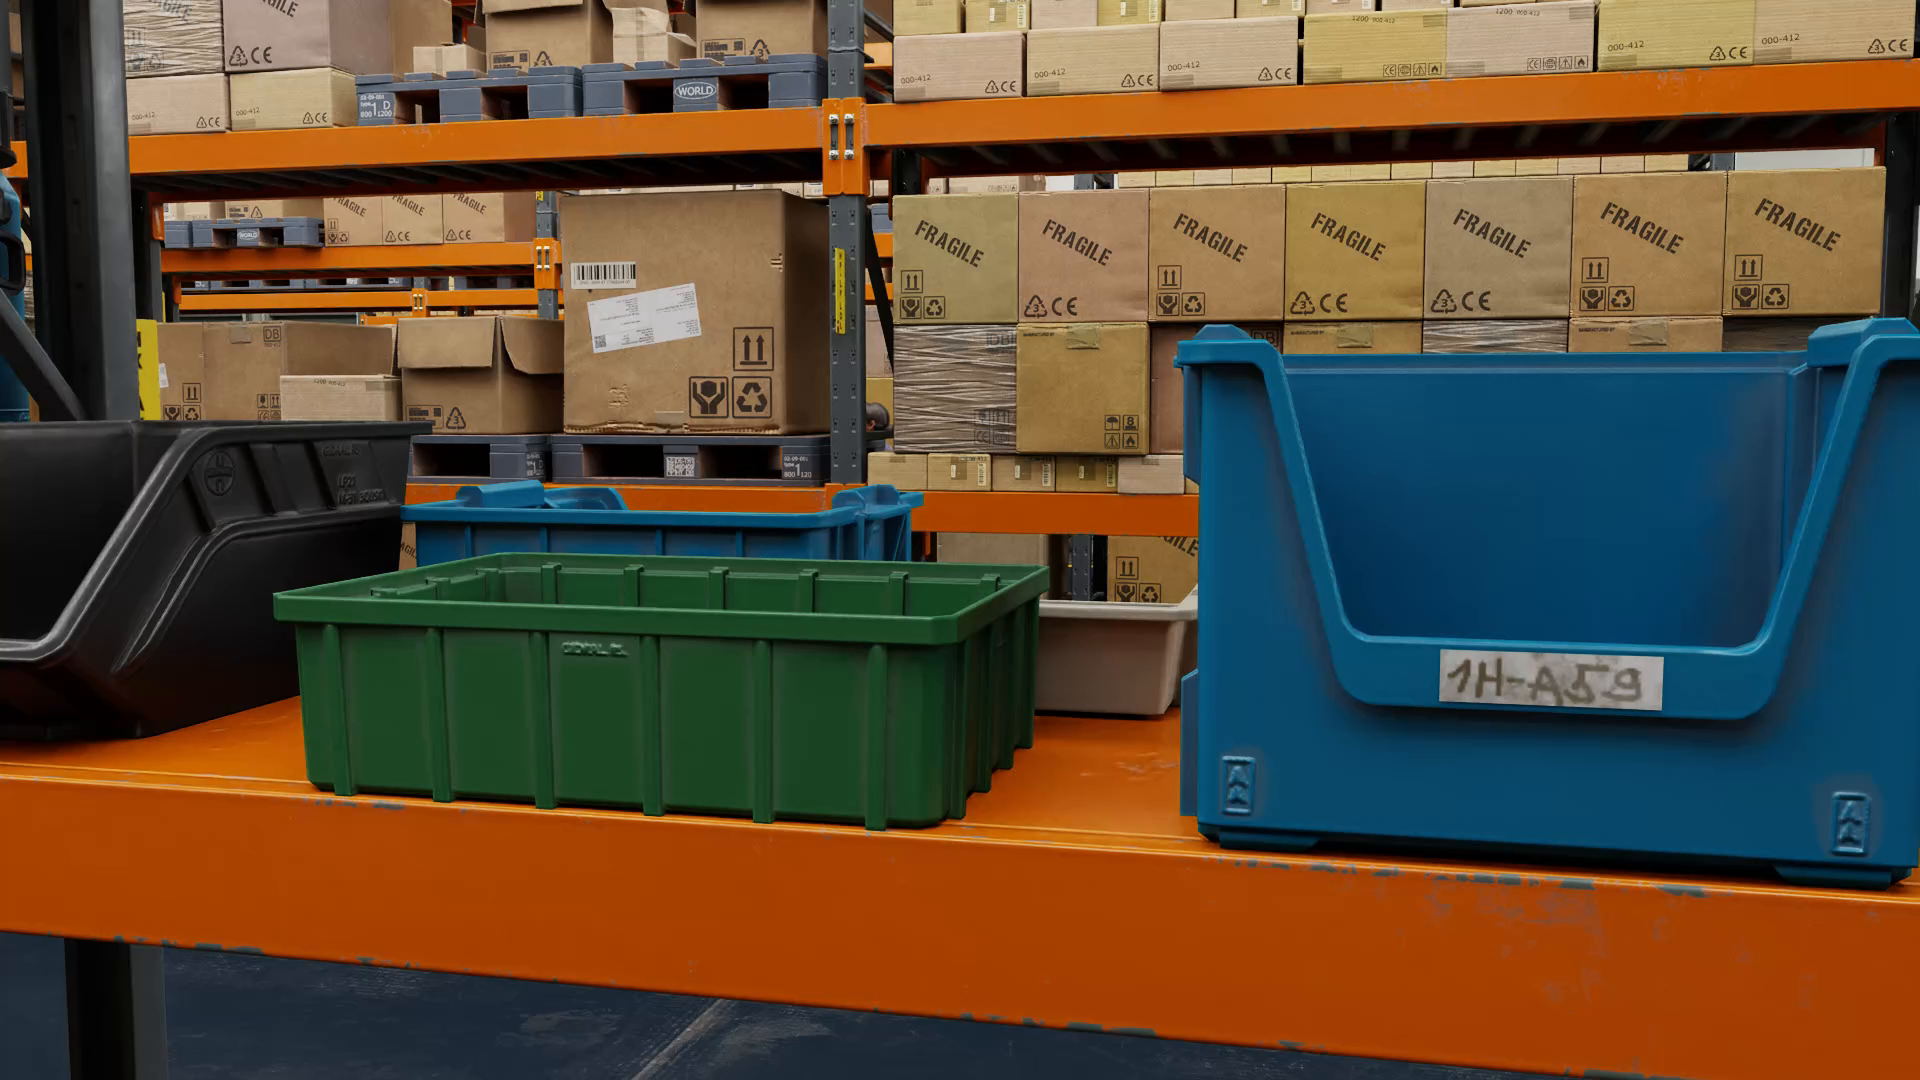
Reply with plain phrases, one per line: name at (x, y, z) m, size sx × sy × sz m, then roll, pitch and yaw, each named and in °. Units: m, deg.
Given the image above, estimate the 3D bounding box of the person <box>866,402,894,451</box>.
person at (-0.652, -0.025, 10.230) m, size 0.523 × 1.637 × 0.453 m, roll 1°, pitch 5°, yaw 15°
